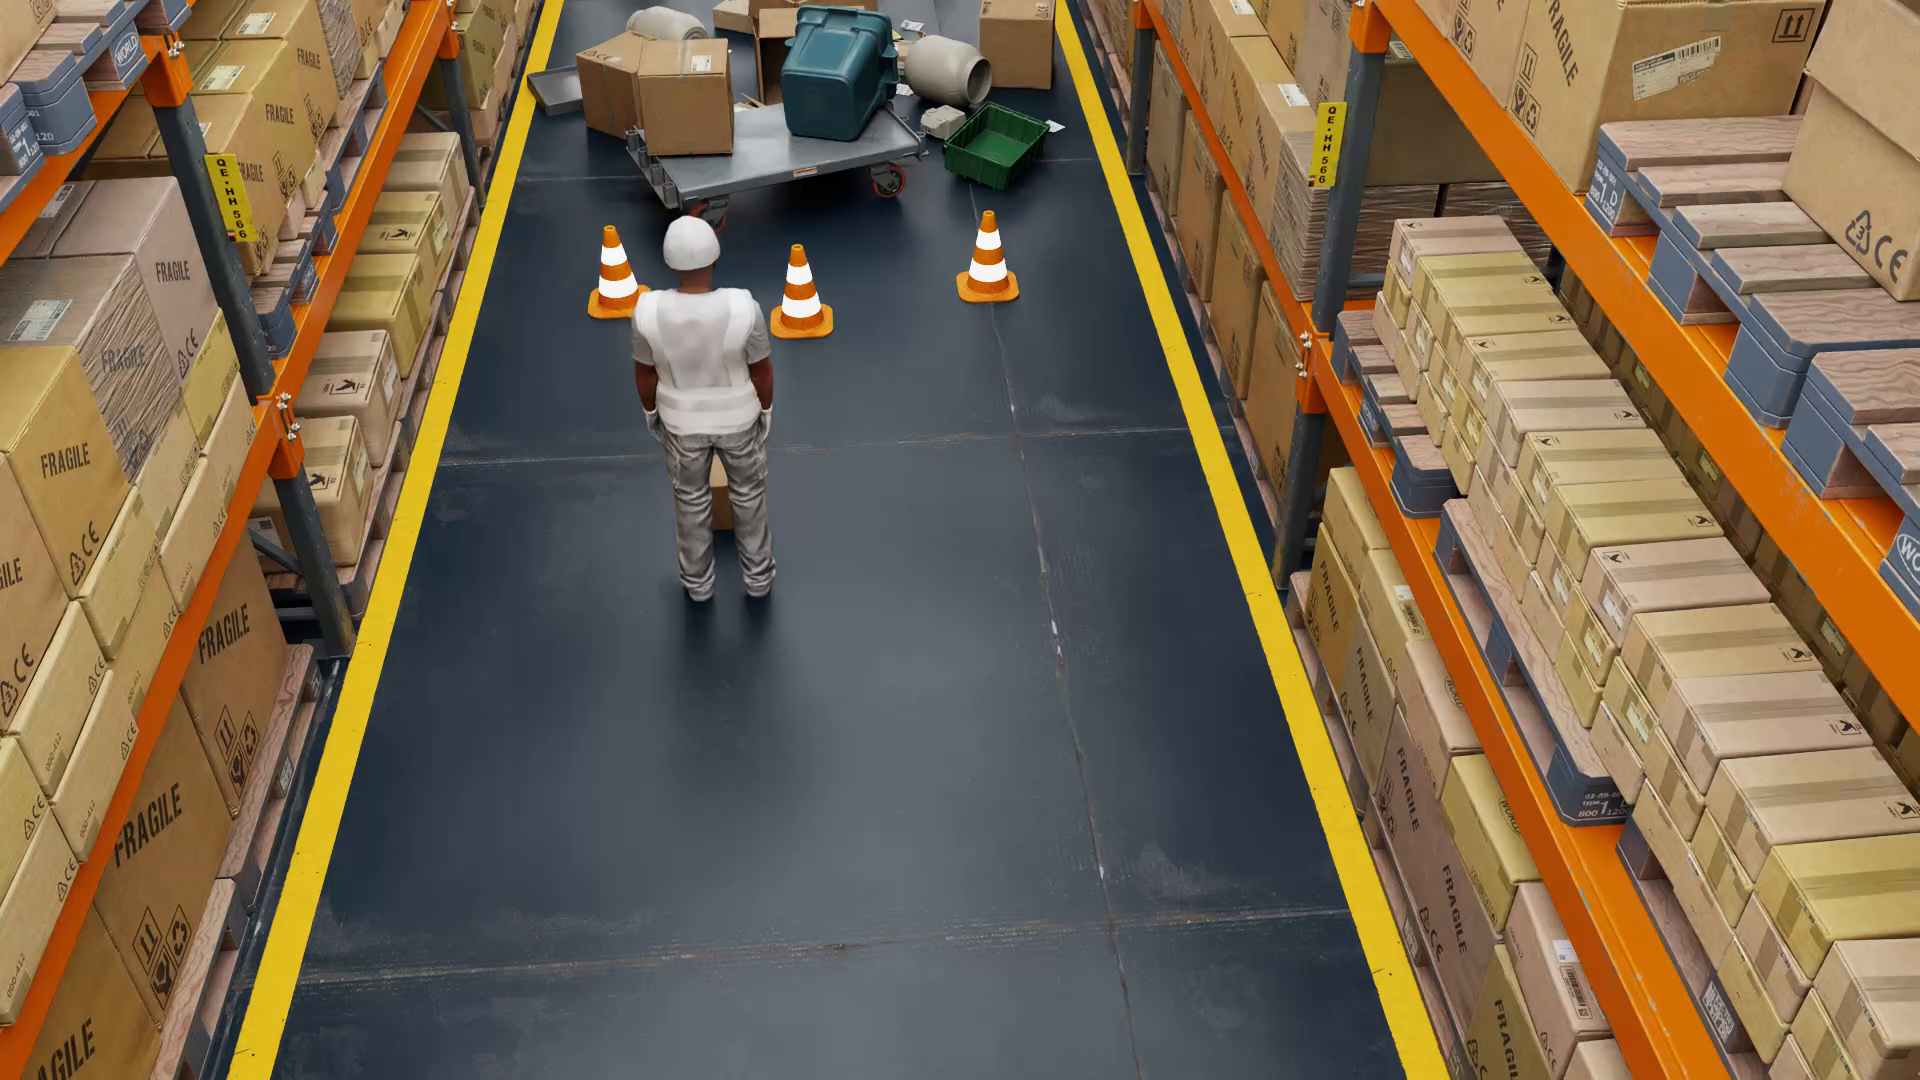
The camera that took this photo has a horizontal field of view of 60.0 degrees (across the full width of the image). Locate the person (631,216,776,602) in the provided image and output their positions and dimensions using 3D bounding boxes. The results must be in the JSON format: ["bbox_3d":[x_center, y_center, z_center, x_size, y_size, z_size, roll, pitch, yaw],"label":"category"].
[{"bbox_3d":[-1.022,-0.511,6.775,0.549,1.789,0.361,-2,39,-3],"label":"person"}]
